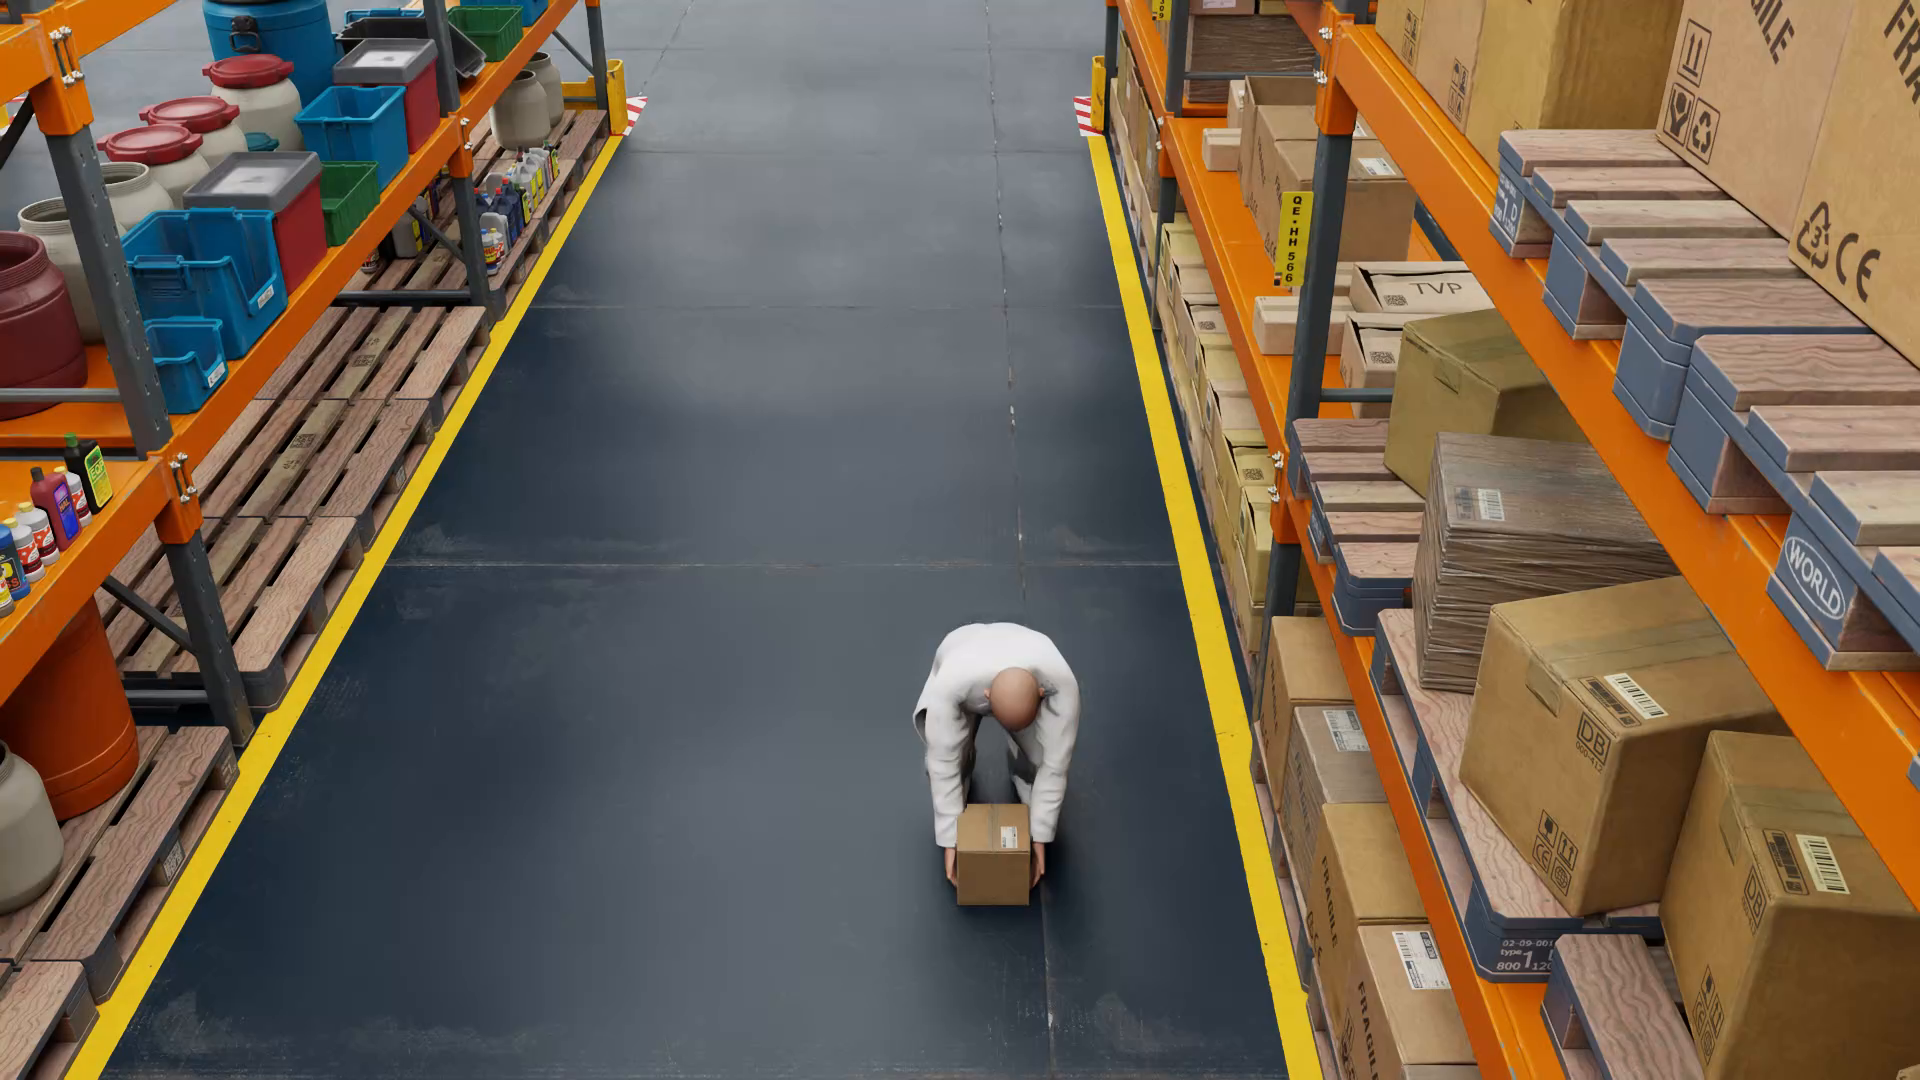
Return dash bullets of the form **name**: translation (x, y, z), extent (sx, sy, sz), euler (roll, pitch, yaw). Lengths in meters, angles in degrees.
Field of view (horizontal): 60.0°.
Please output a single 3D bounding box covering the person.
- **person**: translation (0.125, 0.652, 5.962), extent (0.594, 0.887, 0.905), euler (0, 31, 0)
